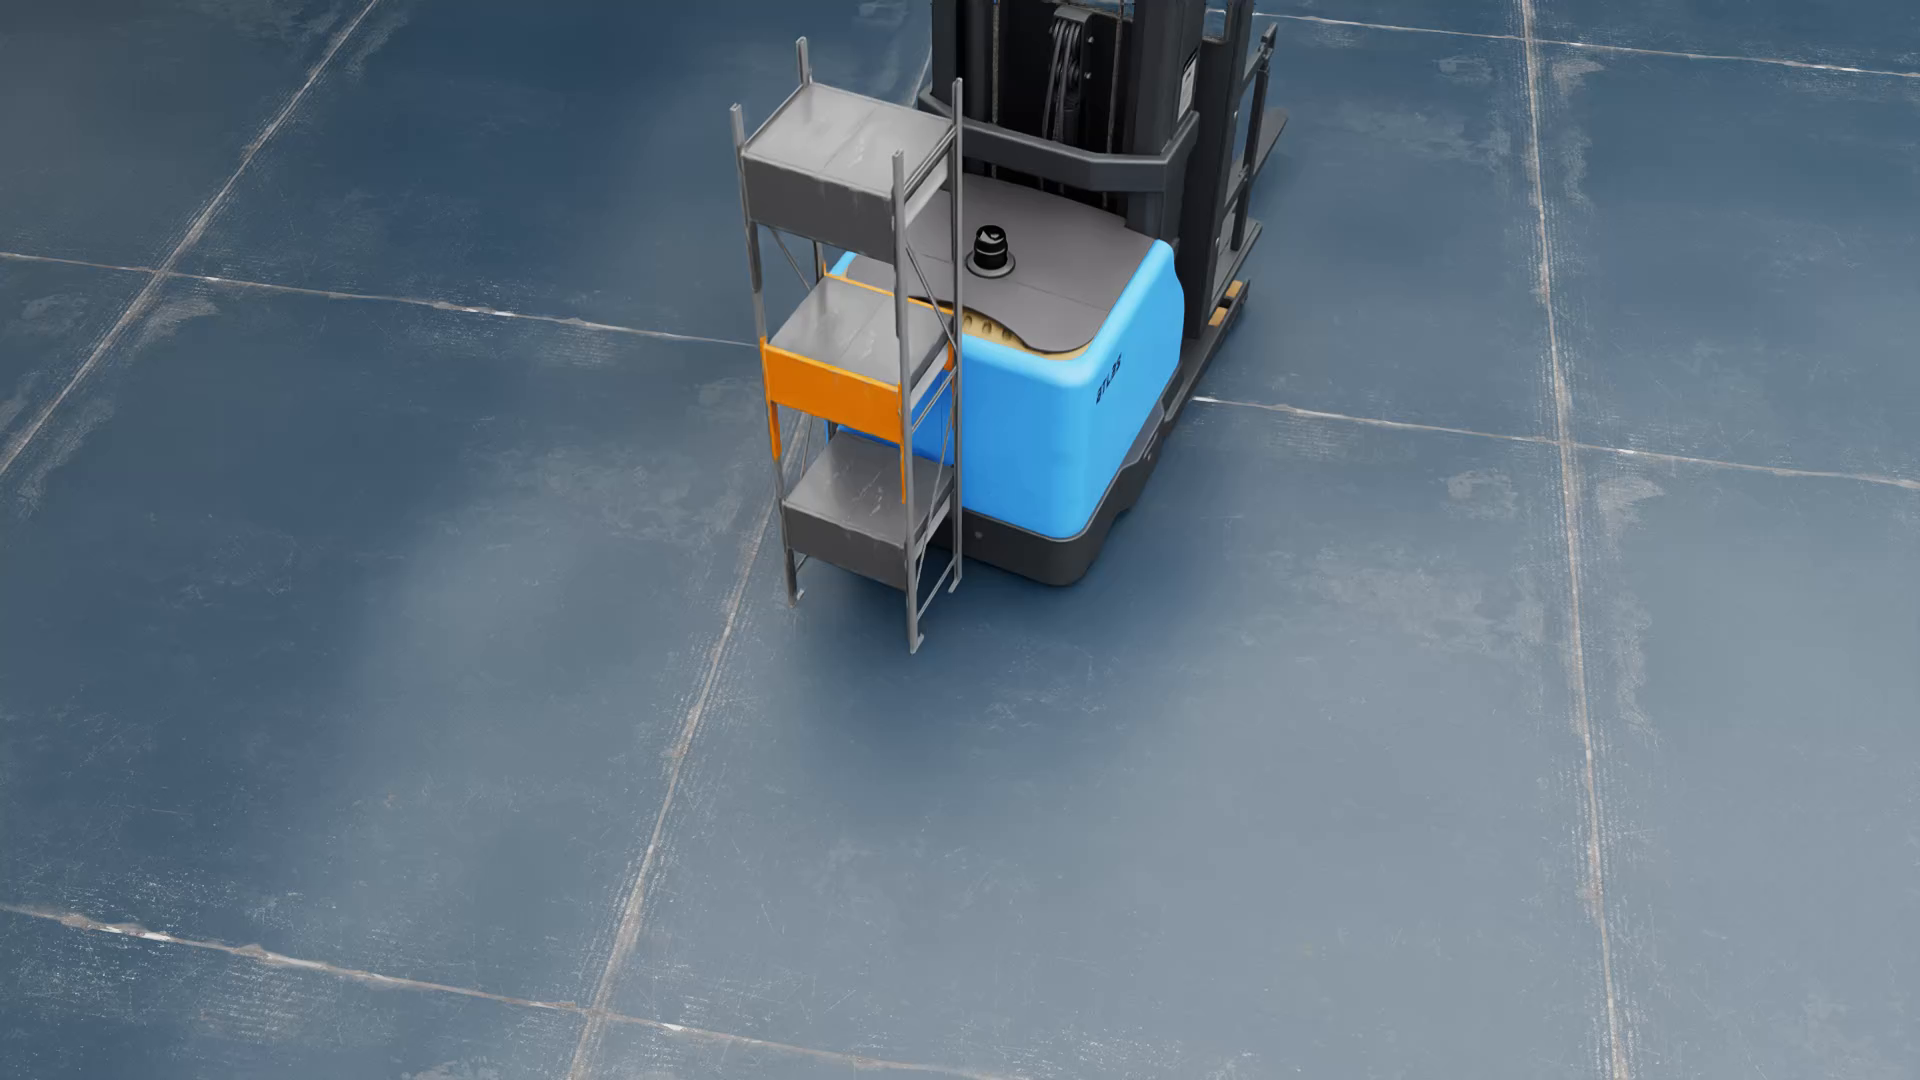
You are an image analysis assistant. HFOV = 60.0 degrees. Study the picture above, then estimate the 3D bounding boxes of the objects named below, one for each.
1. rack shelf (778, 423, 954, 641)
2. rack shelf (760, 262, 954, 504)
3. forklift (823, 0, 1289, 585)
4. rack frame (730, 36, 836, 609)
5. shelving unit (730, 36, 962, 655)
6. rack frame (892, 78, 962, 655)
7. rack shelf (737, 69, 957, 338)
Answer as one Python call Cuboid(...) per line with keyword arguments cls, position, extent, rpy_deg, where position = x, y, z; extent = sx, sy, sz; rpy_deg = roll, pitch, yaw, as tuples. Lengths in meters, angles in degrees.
Cuboid(cls="rack shelf", position=(-0.306, -0.033, 5.827), extent=(0.480, 0.518, 0.431), rpy_deg=(19, 51, 17))
Cuboid(cls="rack shelf", position=(-0.306, -0.501, 5.307), extent=(0.480, 0.518, 0.431), rpy_deg=(19, 51, 17))
Cuboid(cls="forklift", position=(0.579, -1.925, 6.010), extent=(1.130, 2.935, 3.031), rpy_deg=(19, 51, 17))
Cuboid(cls="rack frame", position=(-0.526, -0.588, 5.366), extent=(0.015, 2.100, 0.400), rpy_deg=(19, 51, 17))
Cuboid(cls="shelving unit", position=(-0.306, -0.510, 5.297), extent=(0.503, 2.100, 0.431), rpy_deg=(19, 51, 17))
Cuboid(cls="rack frame", position=(-0.085, -0.432, 5.227), extent=(0.015, 2.100, 0.400), rpy_deg=(19, 51, 17))
Cuboid(cls="rack shelf", position=(-0.306, -0.969, 4.786), extent=(0.480, 0.518, 0.431), rpy_deg=(19, 51, 17))
